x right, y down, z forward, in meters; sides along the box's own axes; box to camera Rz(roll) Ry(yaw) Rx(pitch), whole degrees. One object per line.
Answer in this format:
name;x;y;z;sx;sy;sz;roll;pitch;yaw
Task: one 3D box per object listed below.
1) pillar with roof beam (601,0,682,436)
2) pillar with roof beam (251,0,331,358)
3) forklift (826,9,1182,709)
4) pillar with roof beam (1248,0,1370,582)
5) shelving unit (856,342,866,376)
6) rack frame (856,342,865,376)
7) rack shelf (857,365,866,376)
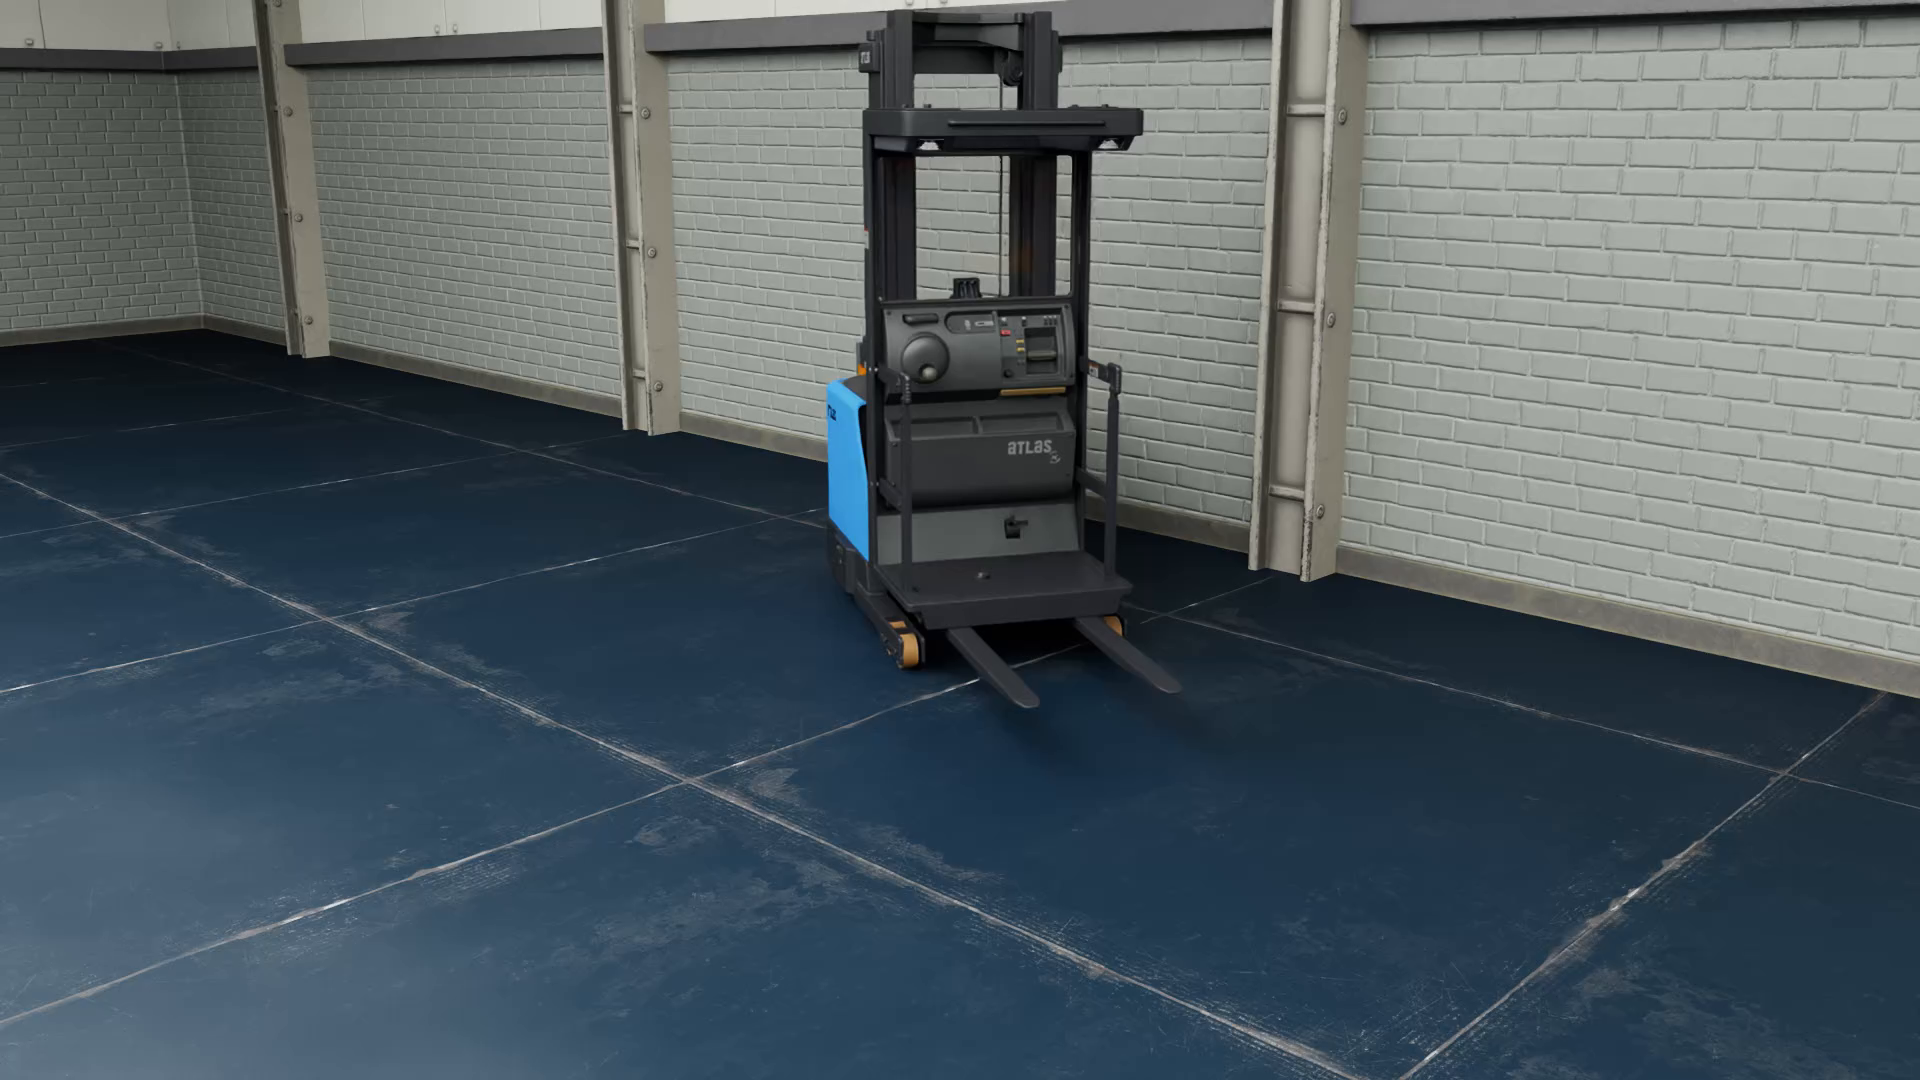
pillar with roof beam;-5.448;-4.456;9.188;0.400;9.000;9.100;14;20;42
pillar with roof beam;-9.767;-5.506;13.218;0.400;9.000;9.100;14;20;42
forklift;0.158;-0.935;7.706;1.130;2.935;3.031;-4;15;-15
pillar with roof beam;-1.129;-3.406;5.158;0.400;9.000;9.100;14;20;42
shelving unit;-0.076;-0.604;10.019;1.048;1.125;0.538;13;20;41
rack frame;-0.448;-0.691;10.354;0.032;1.125;0.500;13;20;41
rack shelf;-0.076;-0.887;9.945;1.000;0.278;0.538;13;20;41
